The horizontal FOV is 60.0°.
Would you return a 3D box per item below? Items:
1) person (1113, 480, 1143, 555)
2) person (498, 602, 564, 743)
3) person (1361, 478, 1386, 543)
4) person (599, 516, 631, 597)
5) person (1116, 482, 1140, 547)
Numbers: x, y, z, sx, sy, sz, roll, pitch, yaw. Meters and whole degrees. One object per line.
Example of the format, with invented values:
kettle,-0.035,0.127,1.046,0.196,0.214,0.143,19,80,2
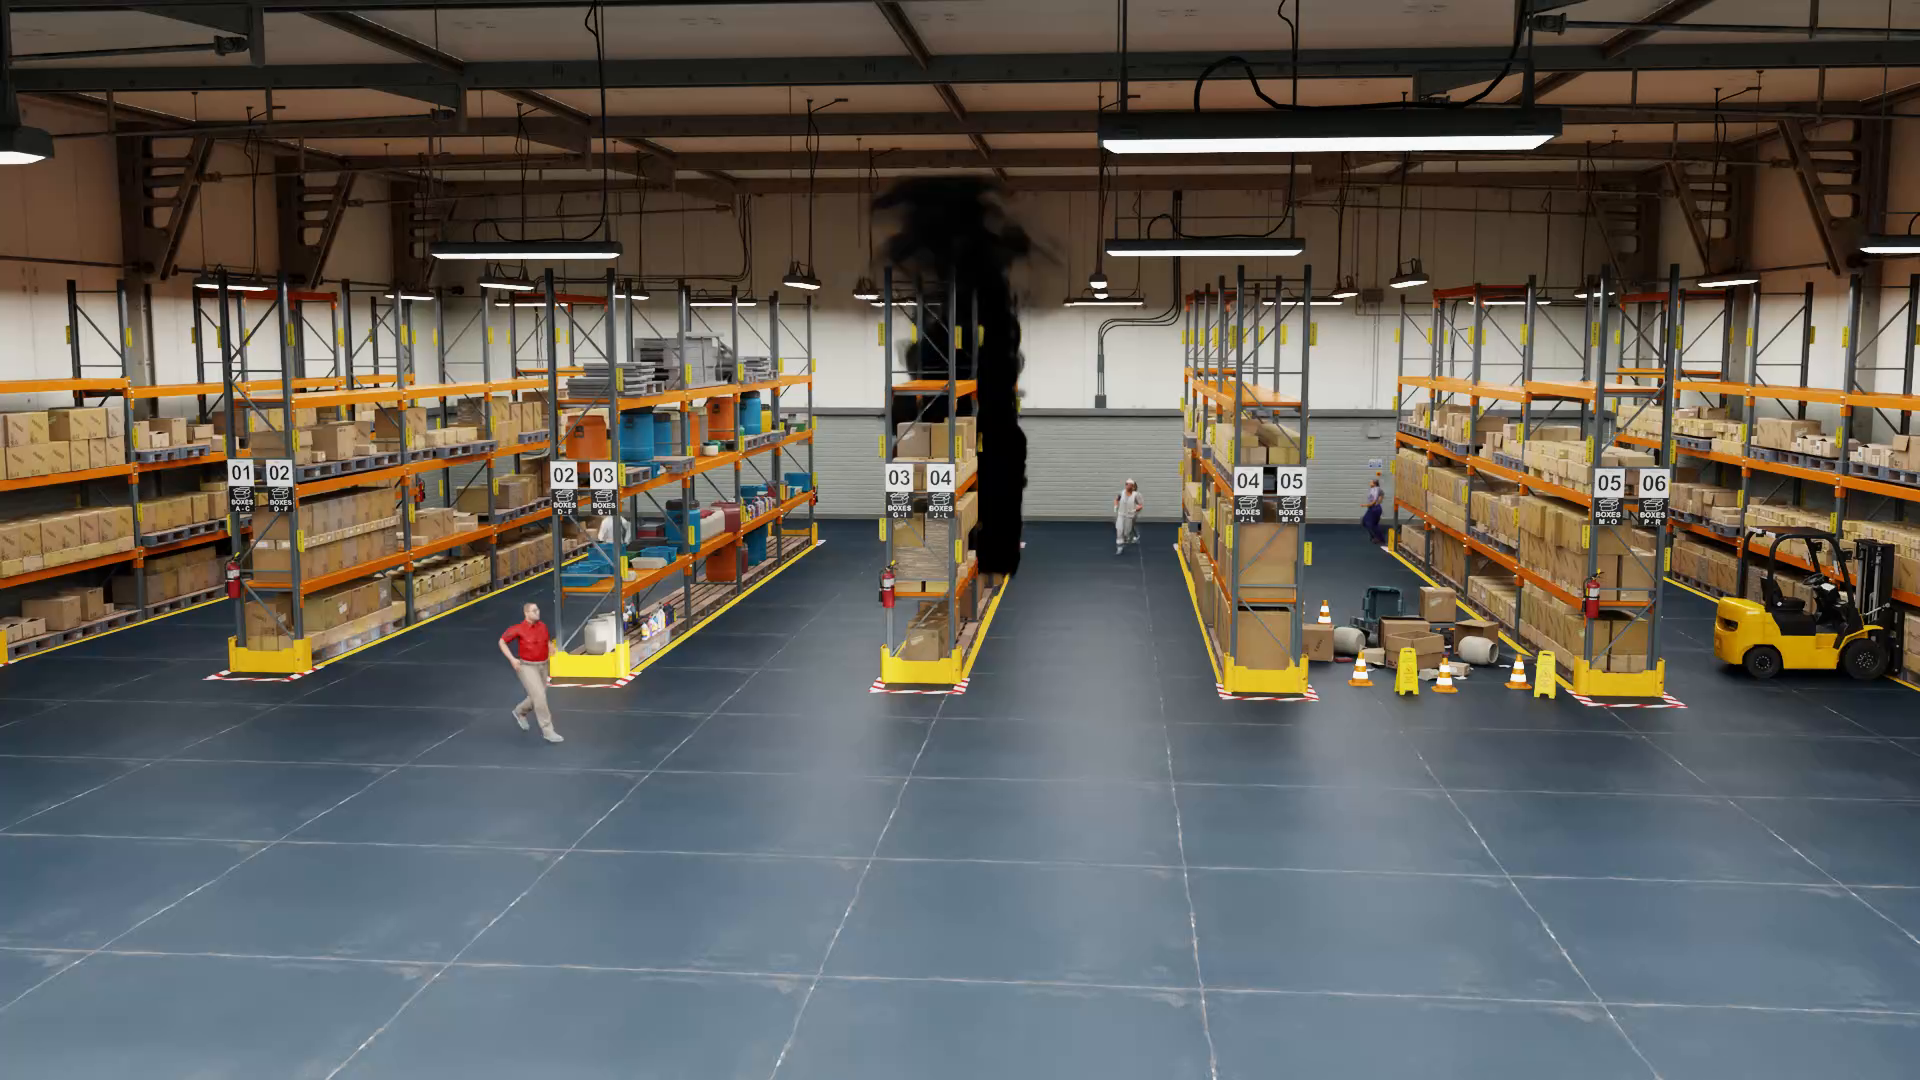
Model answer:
person,3.902,-0.546,38.681,0.703,1.738,0.778,2,7,19
person,-5.293,1.627,20.740,0.942,1.698,0.686,4,8,30
person,10.078,-0.706,40.540,0.612,1.615,0.664,2,7,12
person,-6.360,0.154,30.695,0.600,1.692,0.820,0,7,-1
person,4.166,-0.610,39.986,0.569,1.576,0.811,7,10,44
